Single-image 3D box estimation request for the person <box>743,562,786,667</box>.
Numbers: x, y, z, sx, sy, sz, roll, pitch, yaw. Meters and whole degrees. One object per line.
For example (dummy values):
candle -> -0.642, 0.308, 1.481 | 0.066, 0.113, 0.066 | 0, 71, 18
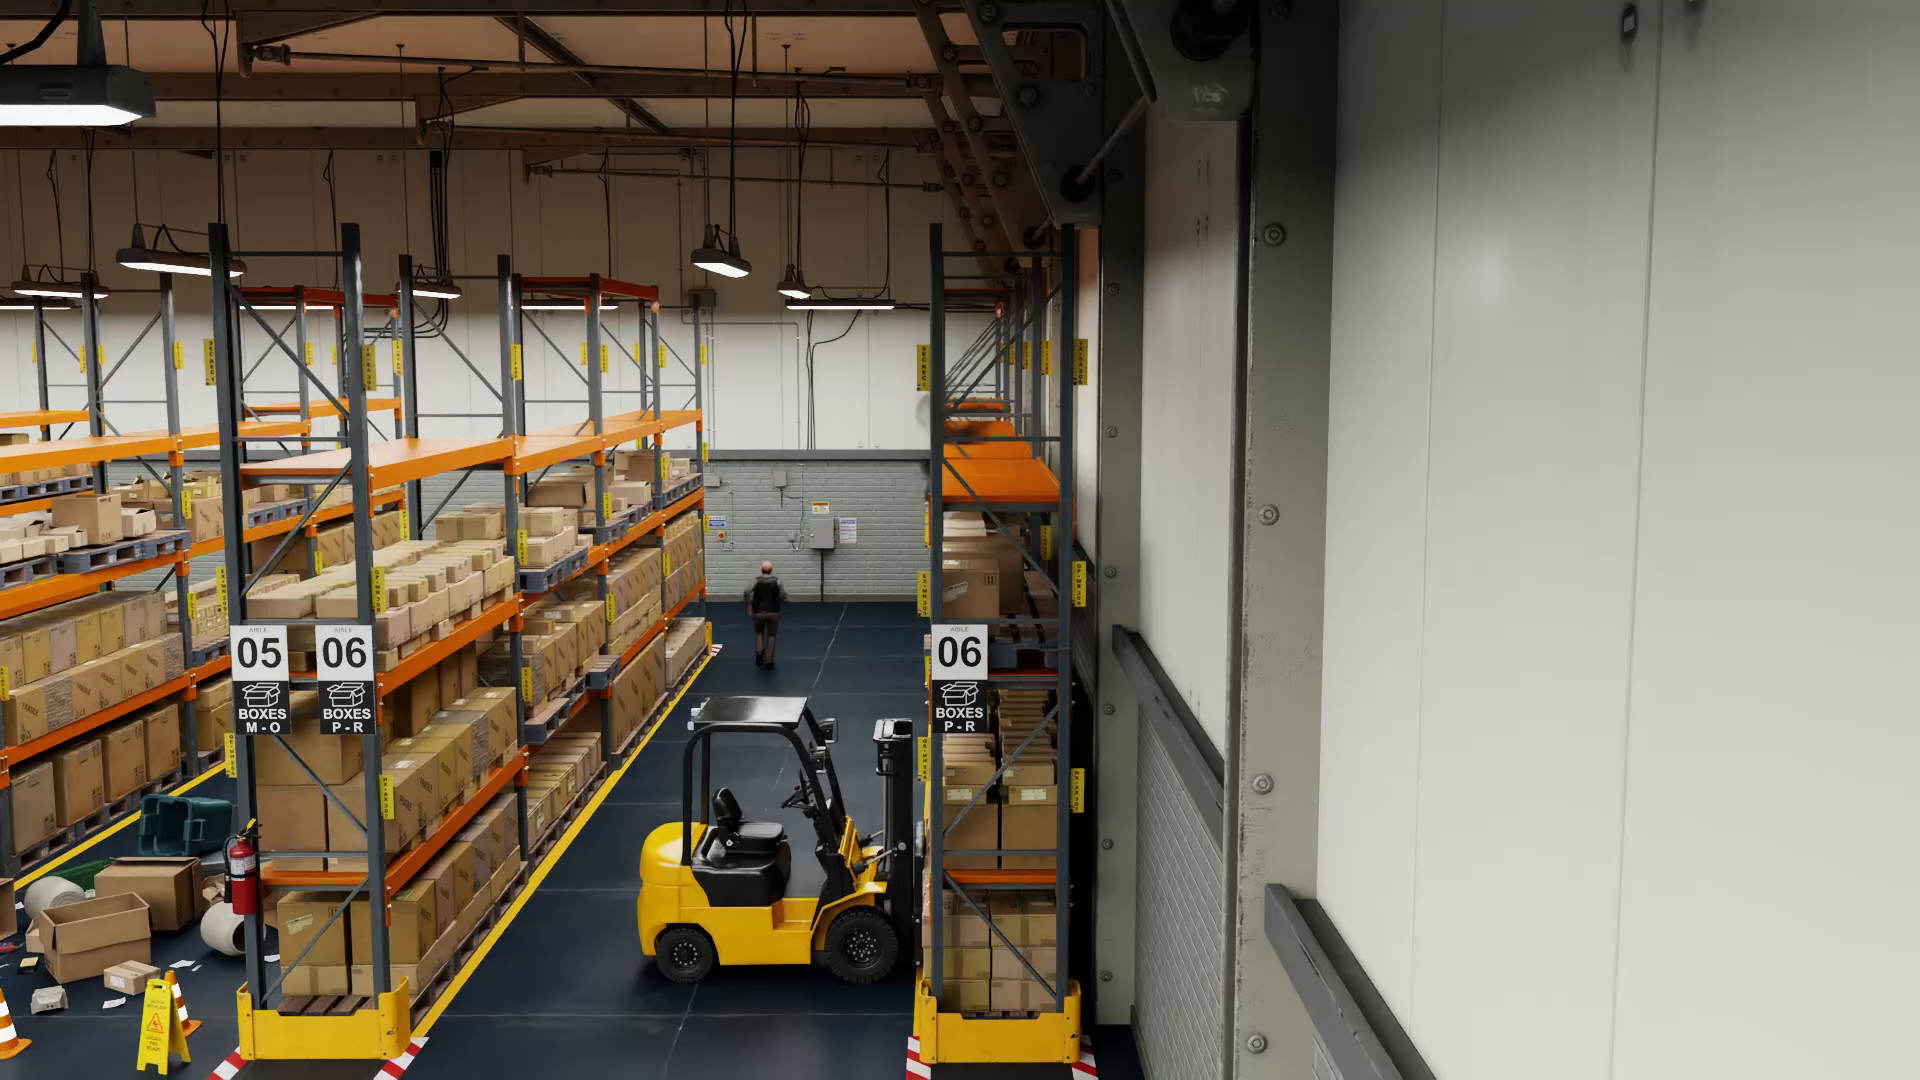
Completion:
person -> -3.146, 1.192, 26.845 | 0.679, 1.706, 0.650 | -1, 7, -7
